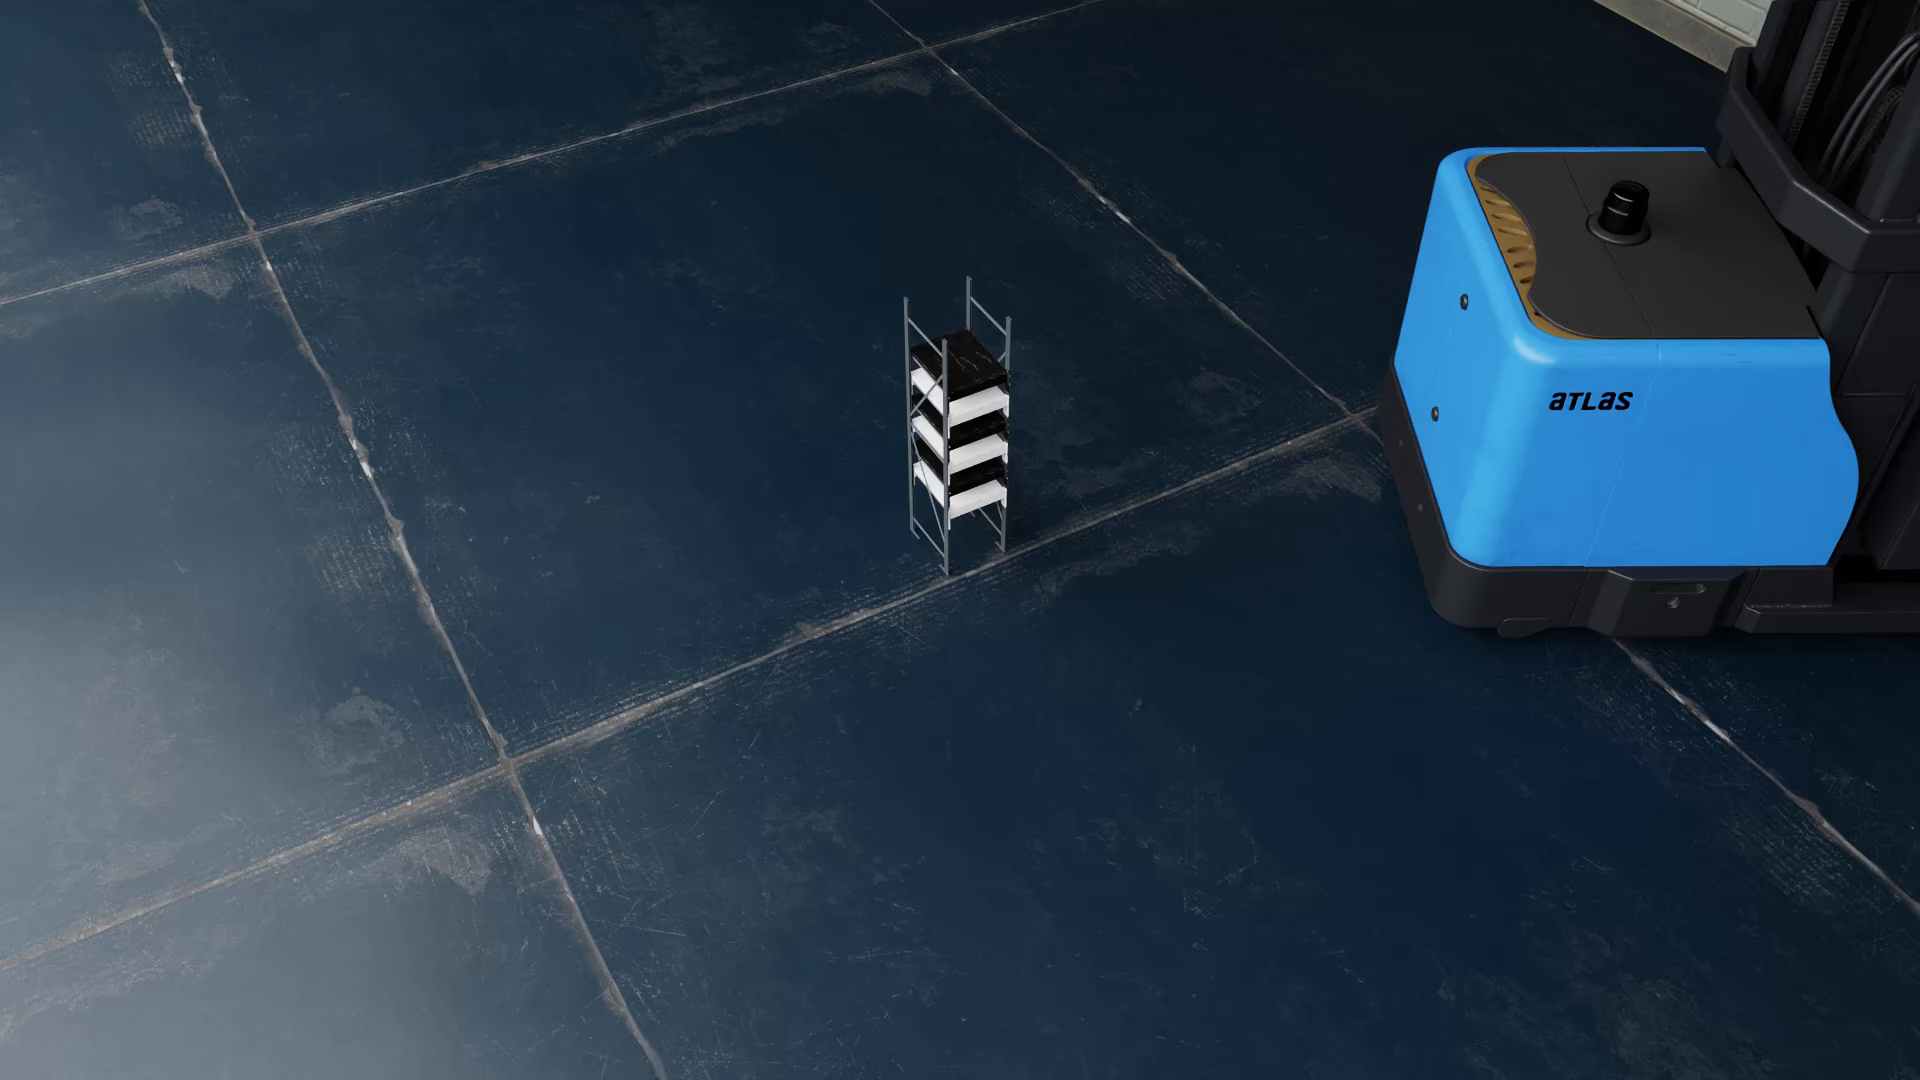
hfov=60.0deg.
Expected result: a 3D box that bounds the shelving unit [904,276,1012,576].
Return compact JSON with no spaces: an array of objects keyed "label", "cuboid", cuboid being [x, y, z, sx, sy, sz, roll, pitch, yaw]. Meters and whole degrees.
[{"label":"shelving unit","cuboid":[-0.007,-0.320,4.934,0.210,0.900,0.258,-22,48,-21]}]

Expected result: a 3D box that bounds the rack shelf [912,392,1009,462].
[{"label":"rack shelf","cuboid":[-0.007,-0.361,4.894,0.200,0.077,0.258,-22,48,-21]}]

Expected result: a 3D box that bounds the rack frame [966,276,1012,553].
[{"label":"rack frame","cuboid":[0.081,-0.355,4.970,0.006,0.900,0.240,-22,48,-21]}]

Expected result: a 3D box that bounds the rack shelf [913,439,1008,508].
[{"label":"rack shelf","cuboid":[-0.007,-0.232,5.020,0.200,0.077,0.258,-22,48,-21]}]

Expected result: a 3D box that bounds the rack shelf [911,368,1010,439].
[{"label":"rack shelf","cuboid":[-0.007,-0.425,4.832,0.200,0.077,0.258,-22,48,-21]}]

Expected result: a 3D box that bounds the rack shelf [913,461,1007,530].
[{"label":"rack shelf","cuboid":[-0.007,-0.167,5.082,0.200,0.077,0.258,-22,48,-21]}]

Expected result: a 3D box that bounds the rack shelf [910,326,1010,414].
[{"label":"rack shelf","cuboid":[-0.007,-0.490,4.769,0.200,0.077,0.258,-22,48,-21]}]

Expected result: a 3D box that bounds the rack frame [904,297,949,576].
[{"label":"rack frame","cuboid":[-0.095,-0.285,4.897,0.006,0.900,0.240,-22,48,-21]}]

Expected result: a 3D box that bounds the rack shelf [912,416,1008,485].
[{"label":"rack shelf","cuboid":[-0.007,-0.296,4.957,0.200,0.077,0.258,-22,48,-21]}]

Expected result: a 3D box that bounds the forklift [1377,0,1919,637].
[{"label":"forklift","cuboid":[2.912,-1.115,4.294,3.031,2.935,1.130,0,44,0]}]
